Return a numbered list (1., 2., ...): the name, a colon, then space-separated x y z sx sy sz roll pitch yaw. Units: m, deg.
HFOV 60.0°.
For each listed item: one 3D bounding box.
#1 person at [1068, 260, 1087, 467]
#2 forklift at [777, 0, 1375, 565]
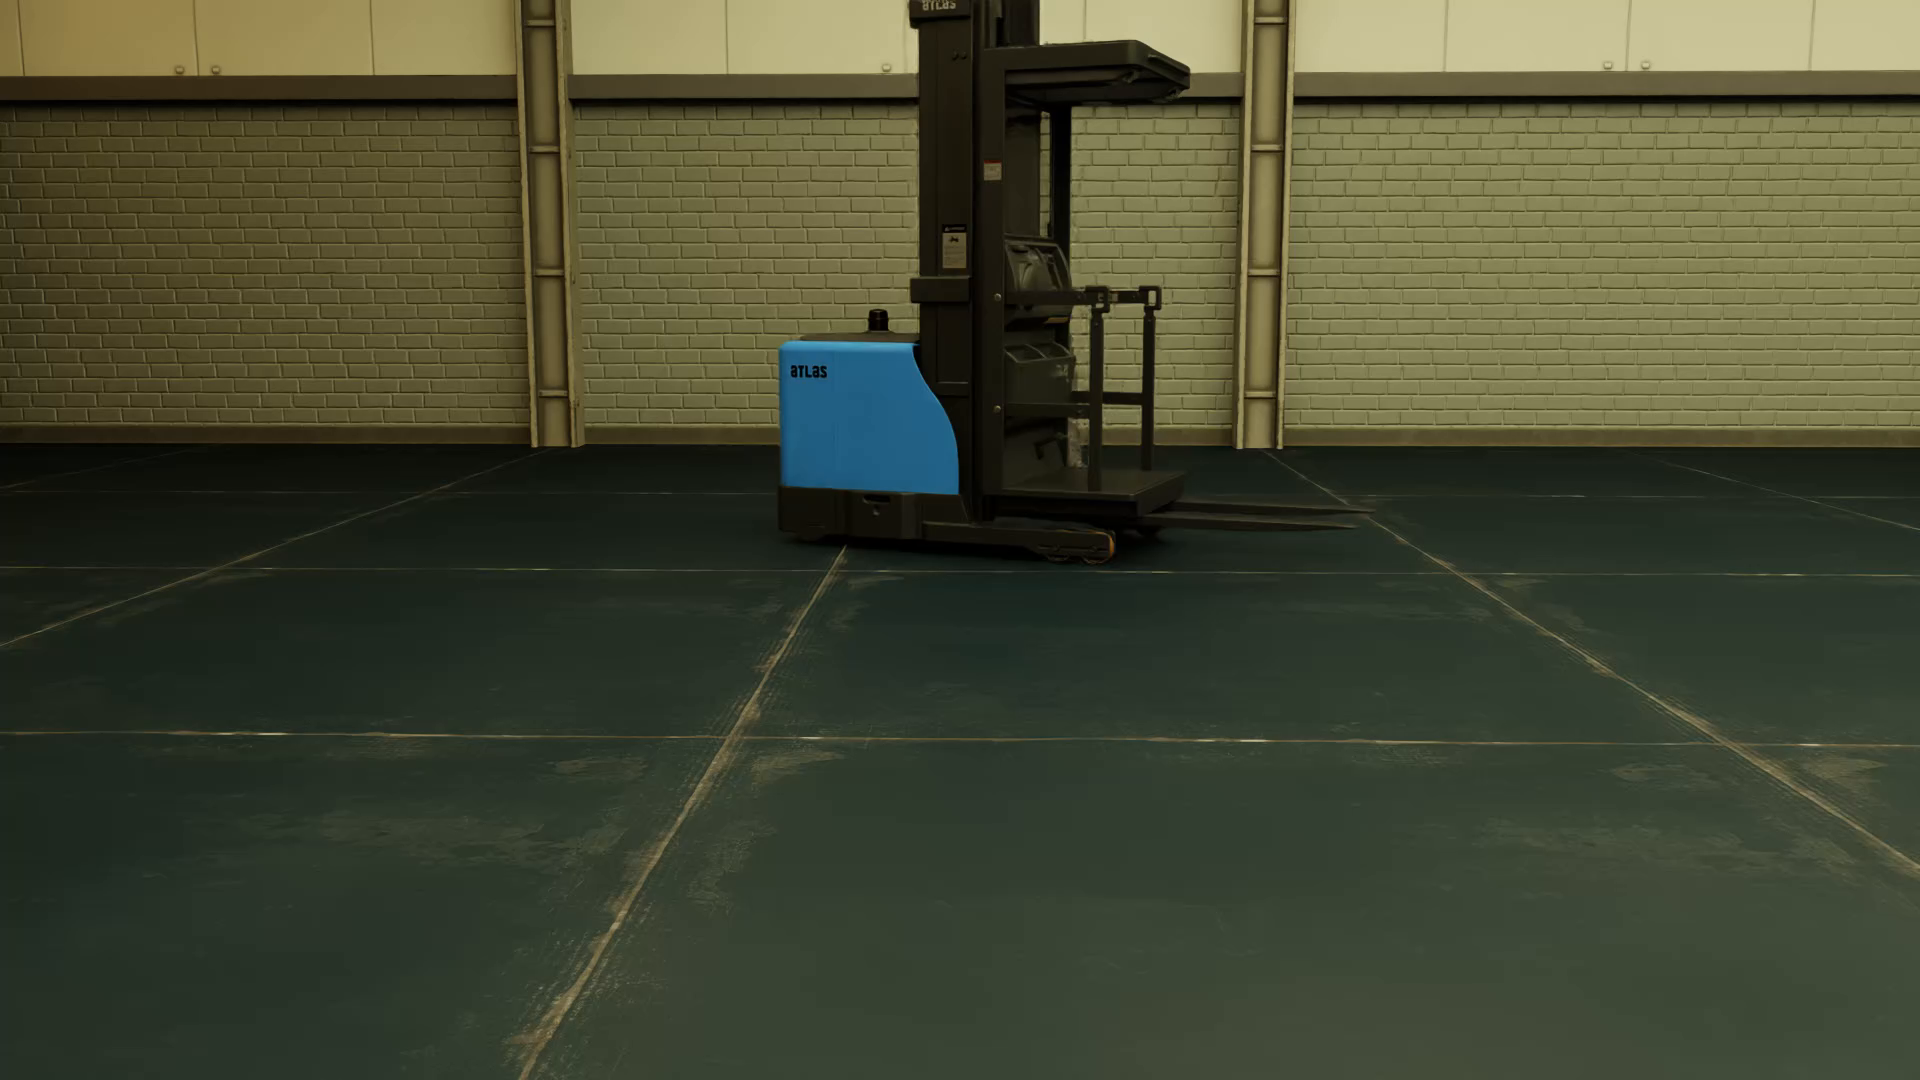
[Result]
1. person: 0.784 -1.280 11.863 0.505 1.654 0.566 1 9 3
2. forklift: 0.596 -1.417 8.573 3.031 2.935 1.130 3 9 21
